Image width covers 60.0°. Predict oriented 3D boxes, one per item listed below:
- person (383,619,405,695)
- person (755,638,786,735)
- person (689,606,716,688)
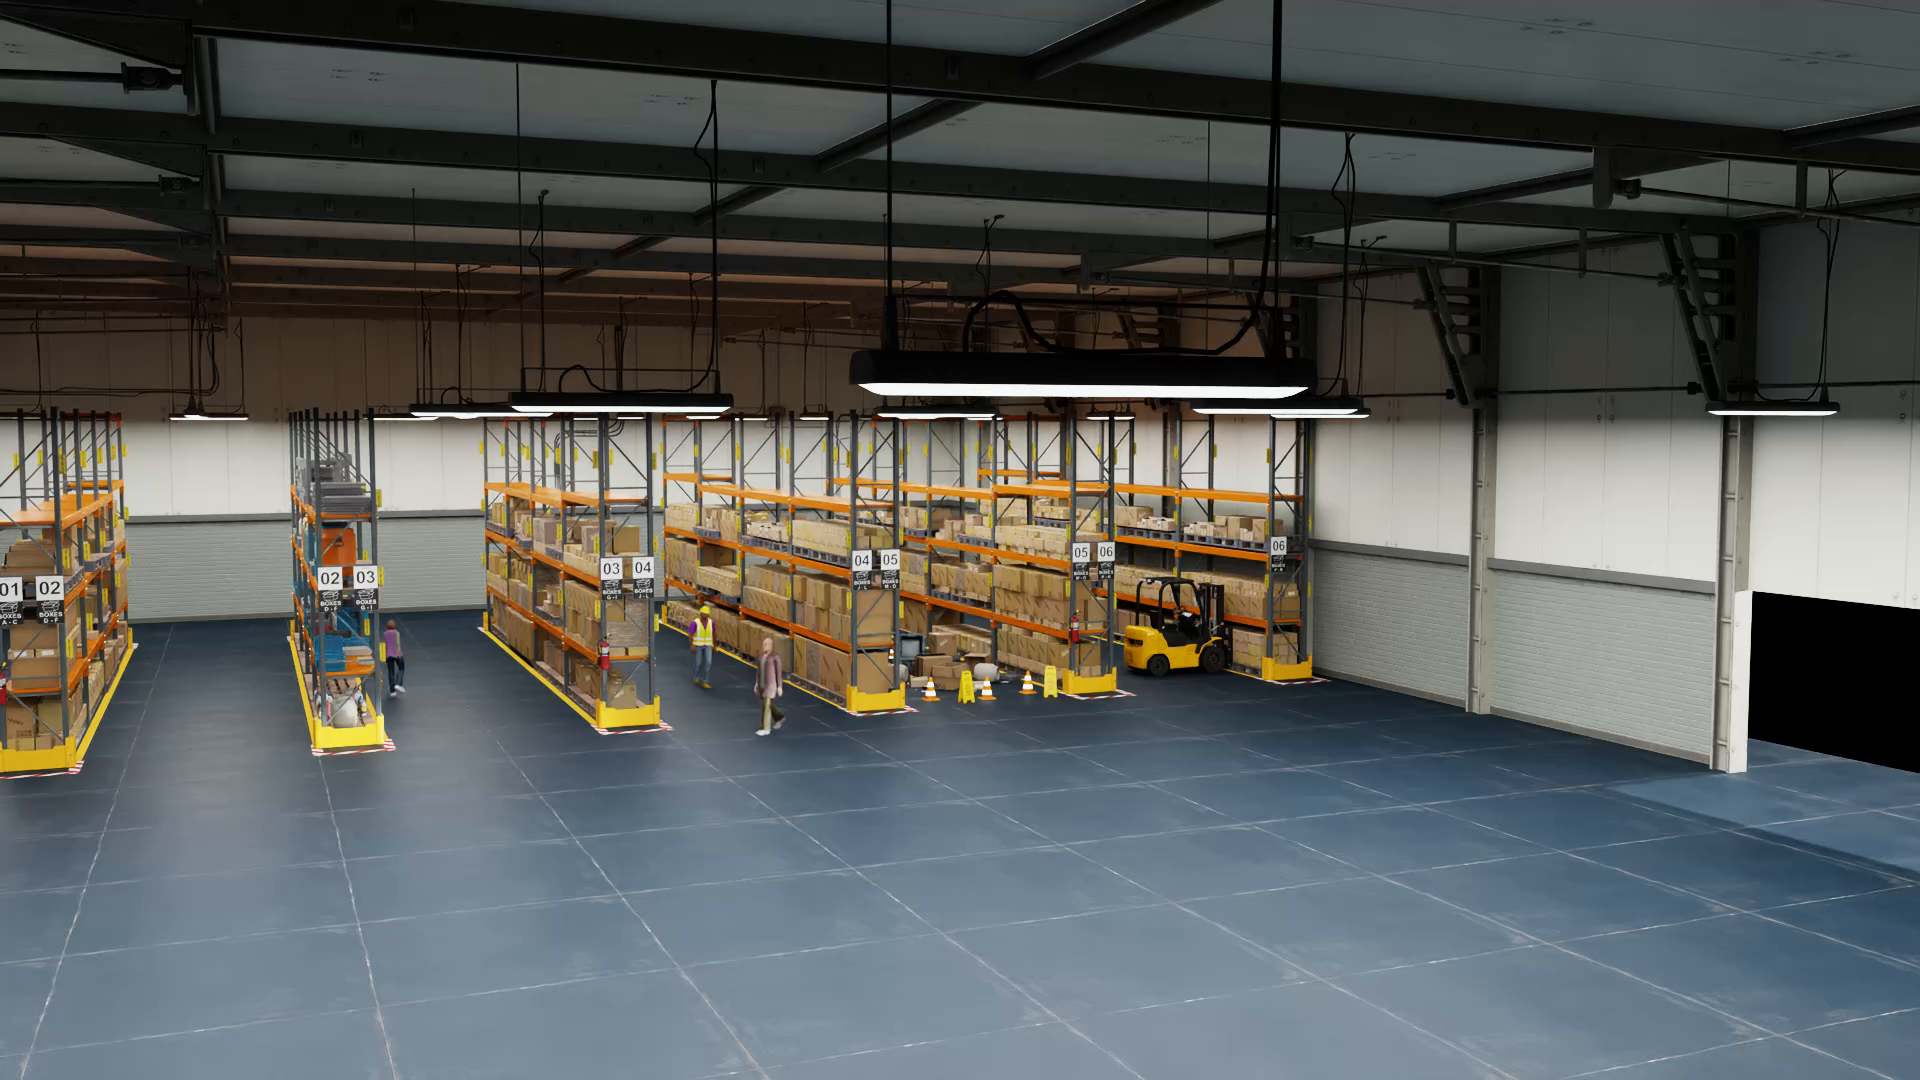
[{"bbox_3d":[-11.926,2.467,34.988,0.445,1.583,0.471,-1,4,-9],"label":"person"},{"bbox_3d":[-3.510,2.685,30.733,0.576,1.759,0.938,4,6,43],"label":"person"},{"bbox_3d":[-5.593,2.335,36.232,0.656,1.786,0.667,-2,5,-28],"label":"person"}]
